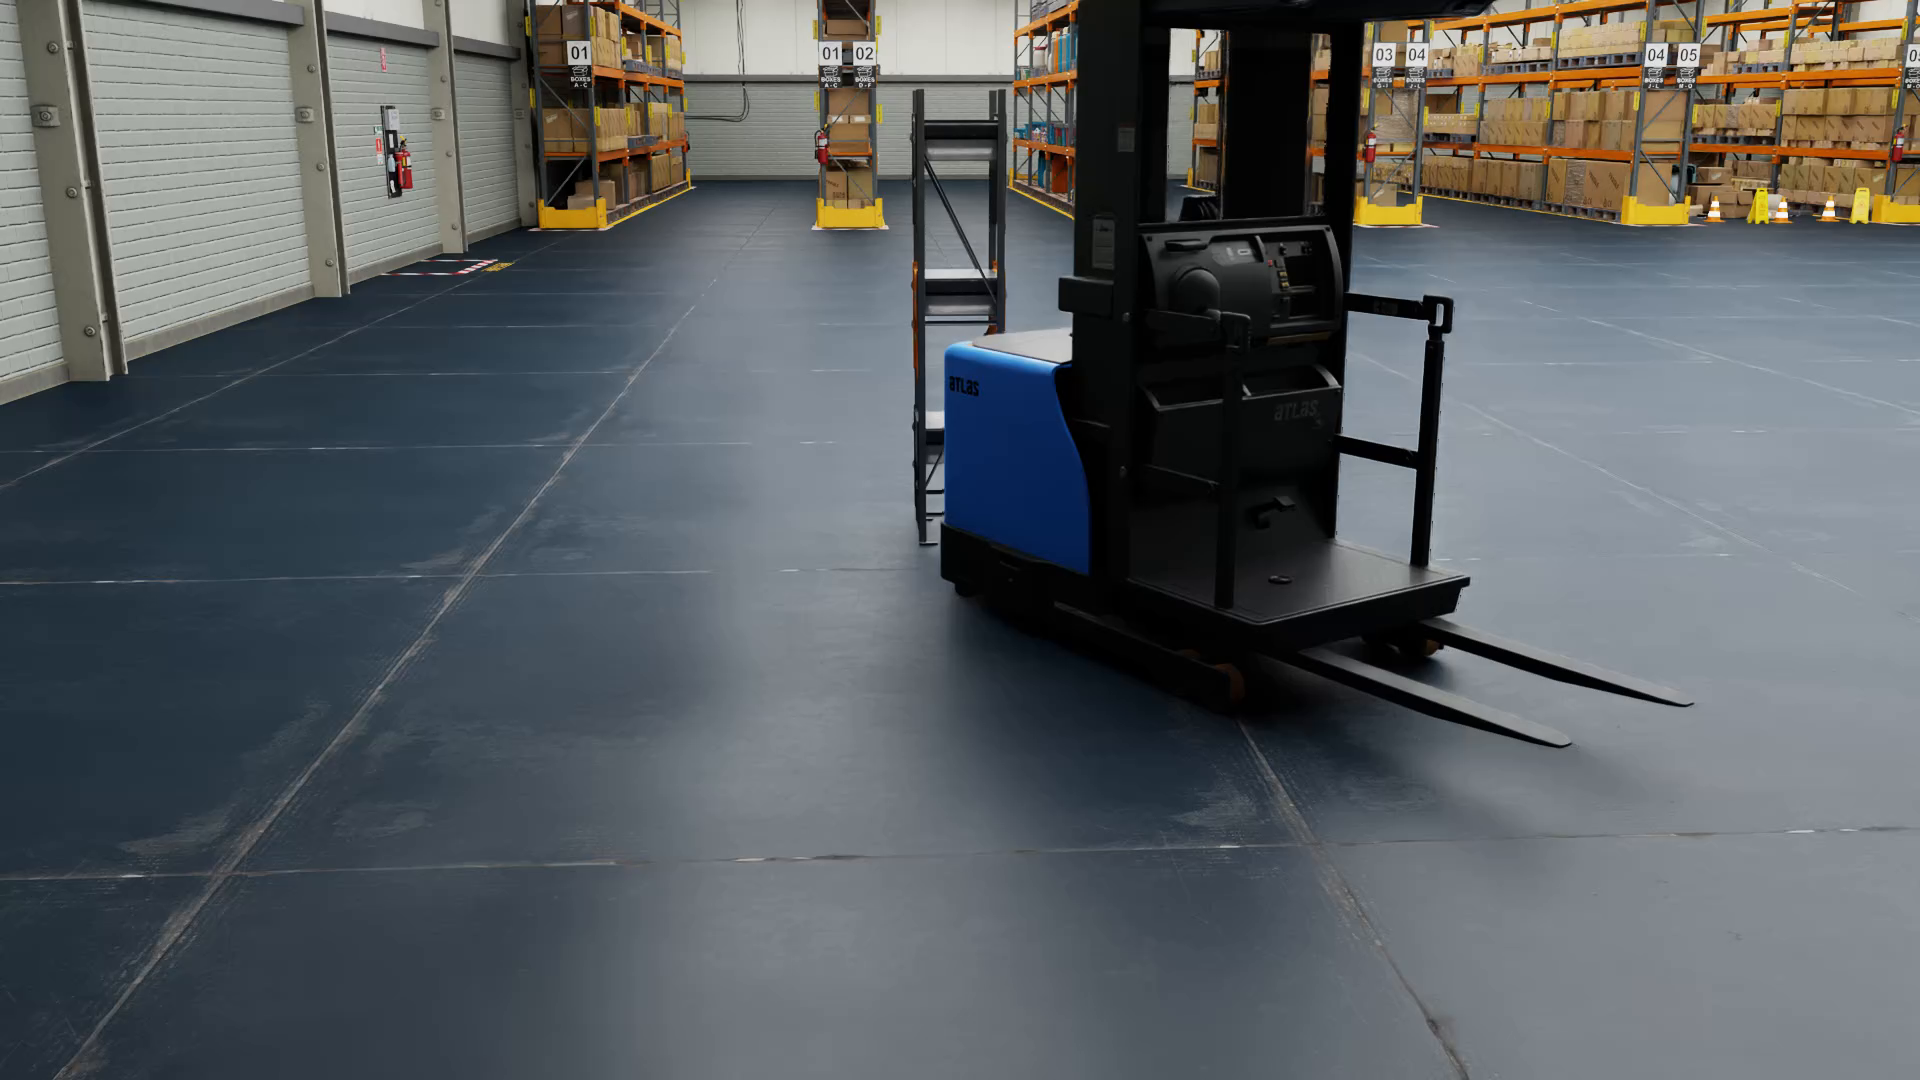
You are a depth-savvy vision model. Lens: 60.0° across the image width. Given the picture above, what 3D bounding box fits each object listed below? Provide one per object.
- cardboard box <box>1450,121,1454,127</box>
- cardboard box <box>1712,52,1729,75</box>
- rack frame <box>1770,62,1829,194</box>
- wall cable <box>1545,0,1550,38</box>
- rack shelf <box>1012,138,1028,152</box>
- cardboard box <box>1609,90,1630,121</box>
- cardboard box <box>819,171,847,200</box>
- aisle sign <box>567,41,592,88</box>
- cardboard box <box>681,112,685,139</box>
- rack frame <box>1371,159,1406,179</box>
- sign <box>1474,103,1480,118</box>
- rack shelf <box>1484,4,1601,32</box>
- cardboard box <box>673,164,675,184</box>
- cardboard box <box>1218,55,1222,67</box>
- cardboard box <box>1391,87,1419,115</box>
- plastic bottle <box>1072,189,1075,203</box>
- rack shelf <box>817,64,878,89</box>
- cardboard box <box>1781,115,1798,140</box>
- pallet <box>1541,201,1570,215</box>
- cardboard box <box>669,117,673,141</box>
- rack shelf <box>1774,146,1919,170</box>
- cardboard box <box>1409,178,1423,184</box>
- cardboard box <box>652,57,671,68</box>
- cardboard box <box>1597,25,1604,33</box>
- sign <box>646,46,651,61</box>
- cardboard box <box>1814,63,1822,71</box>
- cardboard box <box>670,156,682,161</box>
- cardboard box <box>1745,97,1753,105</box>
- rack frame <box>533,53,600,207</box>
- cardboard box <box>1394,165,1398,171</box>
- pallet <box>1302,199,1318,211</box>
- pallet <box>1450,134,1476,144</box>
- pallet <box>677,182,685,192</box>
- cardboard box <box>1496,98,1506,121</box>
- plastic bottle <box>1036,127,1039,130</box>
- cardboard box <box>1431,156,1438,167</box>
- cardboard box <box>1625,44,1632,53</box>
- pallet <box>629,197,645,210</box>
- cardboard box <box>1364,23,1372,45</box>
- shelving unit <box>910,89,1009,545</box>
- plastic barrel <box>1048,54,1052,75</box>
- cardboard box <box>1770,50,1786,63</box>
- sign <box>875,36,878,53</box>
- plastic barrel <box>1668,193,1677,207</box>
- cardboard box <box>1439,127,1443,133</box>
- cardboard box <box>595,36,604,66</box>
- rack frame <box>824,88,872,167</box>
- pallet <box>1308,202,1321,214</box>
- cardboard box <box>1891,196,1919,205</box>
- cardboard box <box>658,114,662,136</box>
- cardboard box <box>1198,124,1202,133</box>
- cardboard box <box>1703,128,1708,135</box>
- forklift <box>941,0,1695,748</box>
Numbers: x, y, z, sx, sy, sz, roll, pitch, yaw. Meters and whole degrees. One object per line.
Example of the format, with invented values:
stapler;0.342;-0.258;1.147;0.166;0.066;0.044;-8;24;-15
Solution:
cardboard box;11.824;-9.844;39.330;0.380;0.149;0.250;-1;14;-3
cardboard box;17.345;-10.675;37.276;0.700;0.500;0.500;-1;14;-3
rack frame;17.544;-8.415;34.712;1.000;3.000;0.127;-1;14;-3
wall cable;16.917;-15.726;51.088;2.355;3.000;0.029;-1;14;-3
rack shelf;2.090;-10.324;43.576;1.077;0.370;4.000;-1;14;-3
cardboard box;12.747;-8.143;31.185;0.875;0.550;0.550;-1;14;-3
cardboard box;-2.317;-6.479;30.358;0.500;0.500;0.500;-1;14;-3
aisle sign;-6.627;-8.284;28.984;0.394;0.787;0.004;-1;14;-3
cardboard box;-7.881;-11.036;44.296;0.980;0.700;0.700;0;14;-1
rack frame;11.866;-11.298;45.917;1.000;3.000;0.127;-1;14;-3
sign;11.820;-9.820;38.008;0.100;0.325;0.005;-1;14;-3
rack shelf;12.485;-11.174;35.643;1.077;0.370;4.000;-1;14;-3
cardboard box;-7.646;-9.328;42.433;0.700;0.500;0.500;-1;14;-4
cardboard box;7.020;-12.332;42.673;0.700;0.500;0.500;0;14;-1
cardboard box;8.138;-8.085;30.625;0.500;0.500;0.500;-1;14;-3
plastic bottle;2.339;-6.914;33.460;0.152;0.276;0.135;0;14;-1
rack shelf;-2.111;-8.717;31.310;1.077;0.370;4.000;-1;14;-3
cardboard box;17.293;-8.494;34.221;0.500;0.500;0.500;-1;14;-4
pallet;12.578;-6.773;33.926;1.003;0.211;1.213;-1;14;-3
cardboard box;-7.692;-10.303;41.447;0.980;0.700;0.700;-1;14;-3
rack shelf;17.667;-7.569;32.869;1.077;0.370;4.000;-1;14;-3
cardboard box;11.749;-9.218;42.712;0.380;0.149;0.250;-1;14;-3
cardboard box;-7.454;-11.830;41.223;0.500;0.250;0.500;-1;14;-4
cardboard box;12.403;-9.746;31.724;0.380;0.149;0.250;-1;14;-3
sign;-6.885;-10.738;36.685;0.100;0.325;0.005;-1;14;-3
cardboard box;17.380;-9.476;33.320;0.380;0.149;0.250;0;14;-2
cardboard box;-7.589;-10.122;44.220;0.380;0.149;0.250;-1;14;-4
cardboard box;17.193;-9.475;35.891;0.380;0.149;0.250;-2;15;-6
rack frame;-6.931;-7.038;29.360;1.000;3.000;0.127;-1;14;-3
cardboard box;11.678;-9.822;43.864;0.380;0.149;0.250;-1;14;-5
pallet;7.603;-7.105;35.218;1.003;0.211;1.213;-1;14;-3
pallet;12.211;-9.391;38.890;1.213;0.211;1.003;-1;14;-3
pallet;-7.722;-9.166;43.228;1.003;0.211;1.213;-1;14;-3
cardboard box;12.412;-9.603;37.124;0.700;0.500;0.500;-1;14;-4
plastic bottle;1.914;-10.049;41.161;0.144;0.351;0.185;-1;14;-3
cardboard box;11.931;-9.339;40.972;0.500;0.250;0.500;0;14;-2
cardboard box;12.483;-9.042;30.589;0.380;0.149;0.250;-1;14;-3
pallet;-7.307;-7.180;35.508;1.003;0.211;1.213;-1;14;-3
cardboard box;7.552;-9.536;31.249;0.500;0.500;0.500;-1;14;-3
shelving unit;-0.010;-1.058;7.925;0.431;2.100;0.503;-1;14;-3
plastic barrel;2.175;-10.605;36.981;0.421;0.512;0.421;0;14;0
cardboard box;17.363;-10.141;34.861;0.500;0.250;0.500;-1;14;-5
sign;-1.681;-9.860;33.114;0.100;0.325;0.005;-1;14;-3
plastic barrel;14.211;-6.807;33.634;0.512;0.421;0.421;10;18;35
cardboard box;11.778;-9.892;40.116;0.380;0.149;0.250;-2;15;-6
cardboard box;-6.700;-8.770;29.831;0.500;0.500;0.500;0;14;0
rack frame;-2.235;-8.110;33.527;1.000;3.000;0.127;-1;14;-3
pallet;7.730;-6.745;33.818;1.003;0.211;1.213;-1;14;-3
cardboard box;18.017;-6.497;31.933;0.500;0.250;0.500;-1;14;-4
cardboard box;-7.294;-9.738;39.015;0.500;0.500;0.500;0;14;-2
cardboard box;6.708;-11.065;44.716;0.500;0.250;0.500;-1;14;-4
cardboard box;17.085;-9.268;37.690;0.380;0.149;0.250;-2;15;-7
forklift;1.161;-0.964;5.892;1.130;2.935;3.031;-10;17;-33
